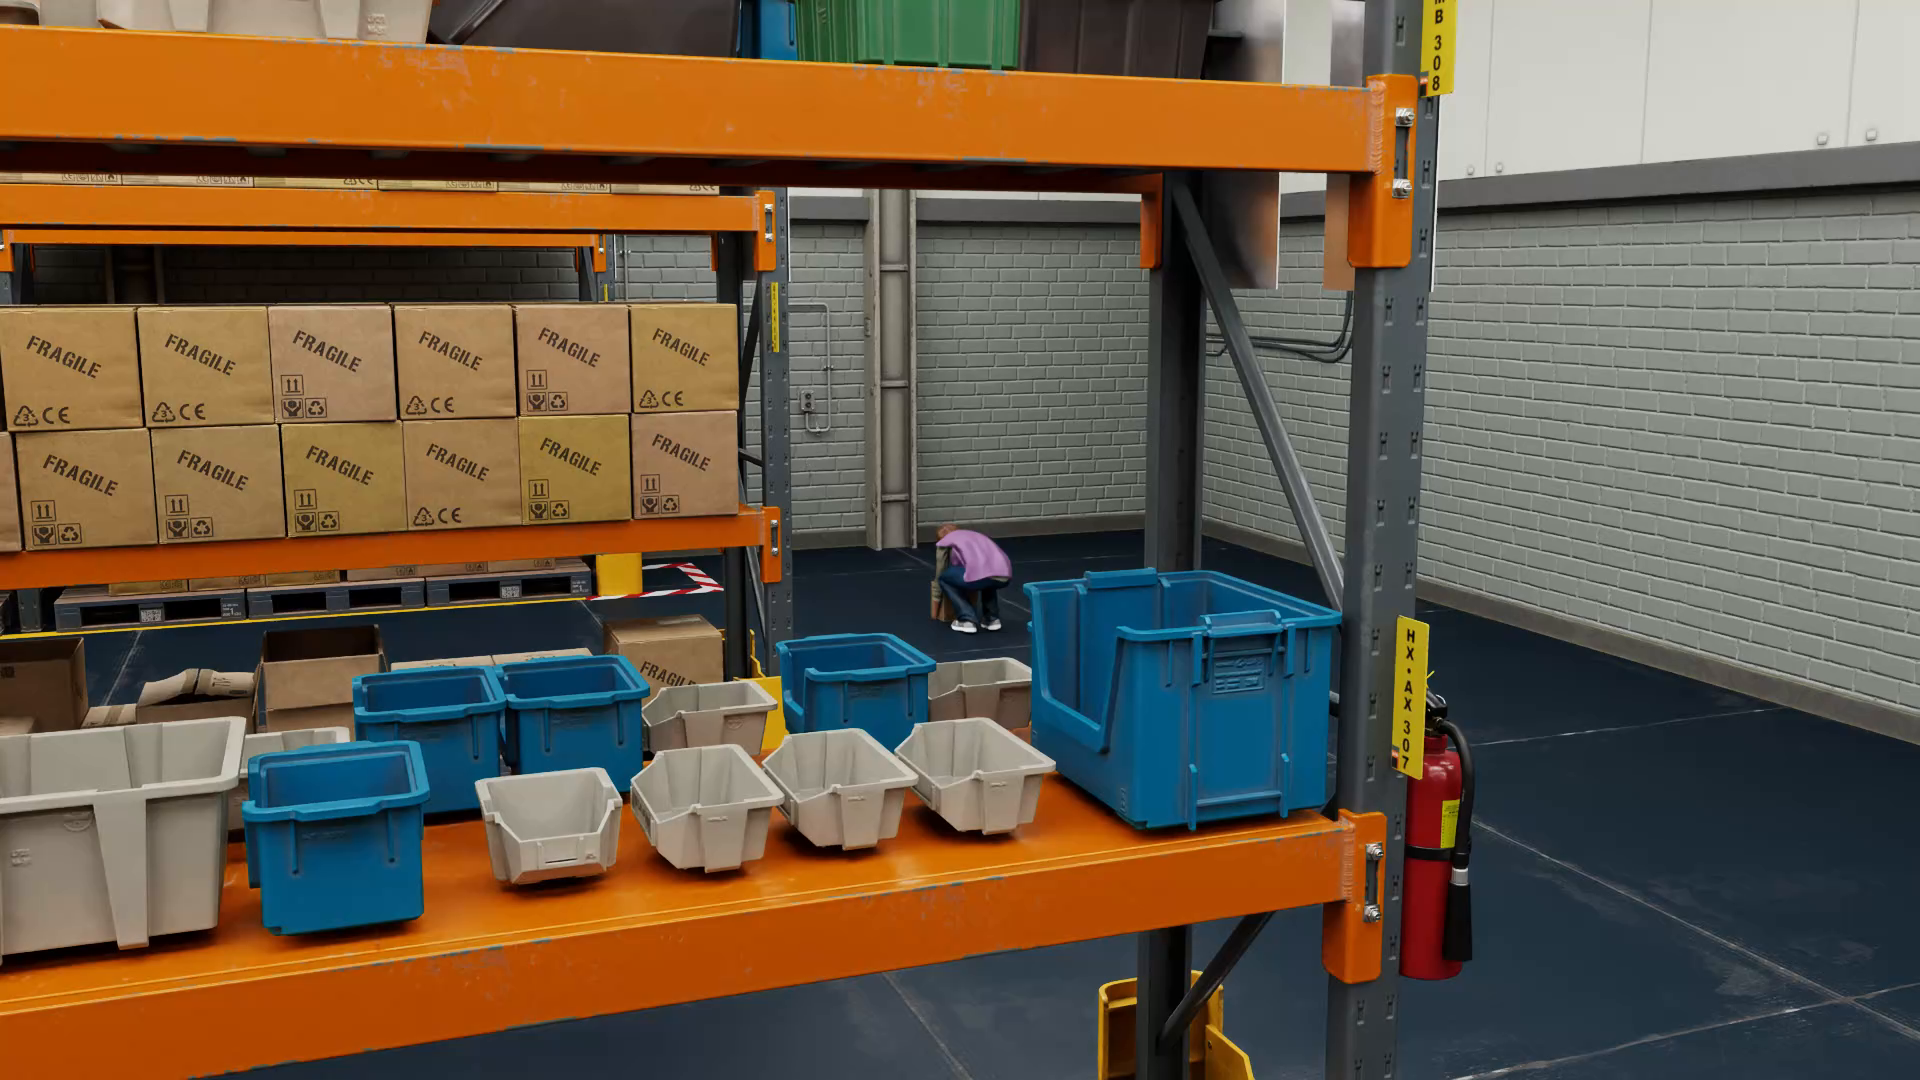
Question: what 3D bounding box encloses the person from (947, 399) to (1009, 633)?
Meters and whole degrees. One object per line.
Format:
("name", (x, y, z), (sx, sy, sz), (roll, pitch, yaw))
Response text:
("person", (0.118, -0.167, 11.408), (0.444, 1.603, 0.411), (-4, 10, -22))
